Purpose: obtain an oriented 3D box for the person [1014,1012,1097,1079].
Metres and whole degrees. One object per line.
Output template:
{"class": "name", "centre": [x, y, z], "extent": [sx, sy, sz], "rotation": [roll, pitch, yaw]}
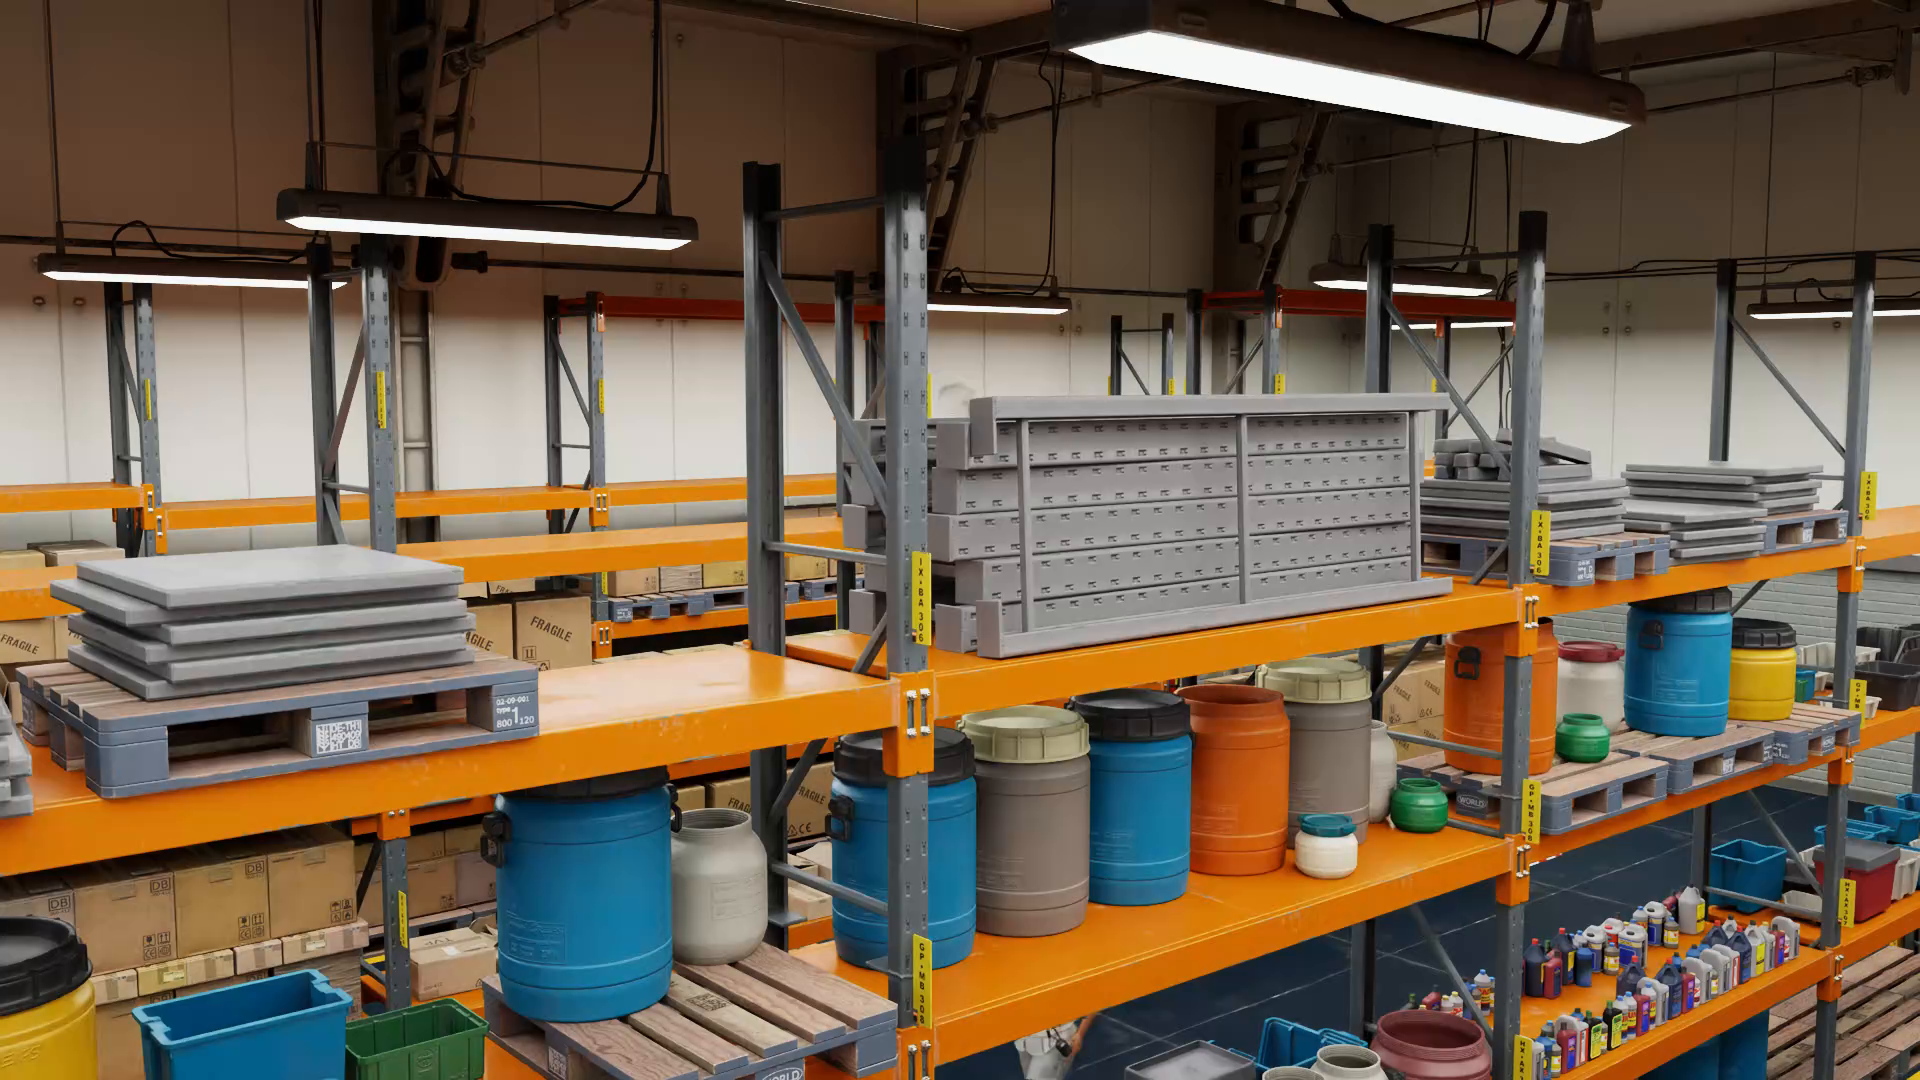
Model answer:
{"class": "person", "centre": [0.532, 3.319, 10.779], "extent": [0.710, 1.702, 0.596], "rotation": [-5, 7, -41]}
